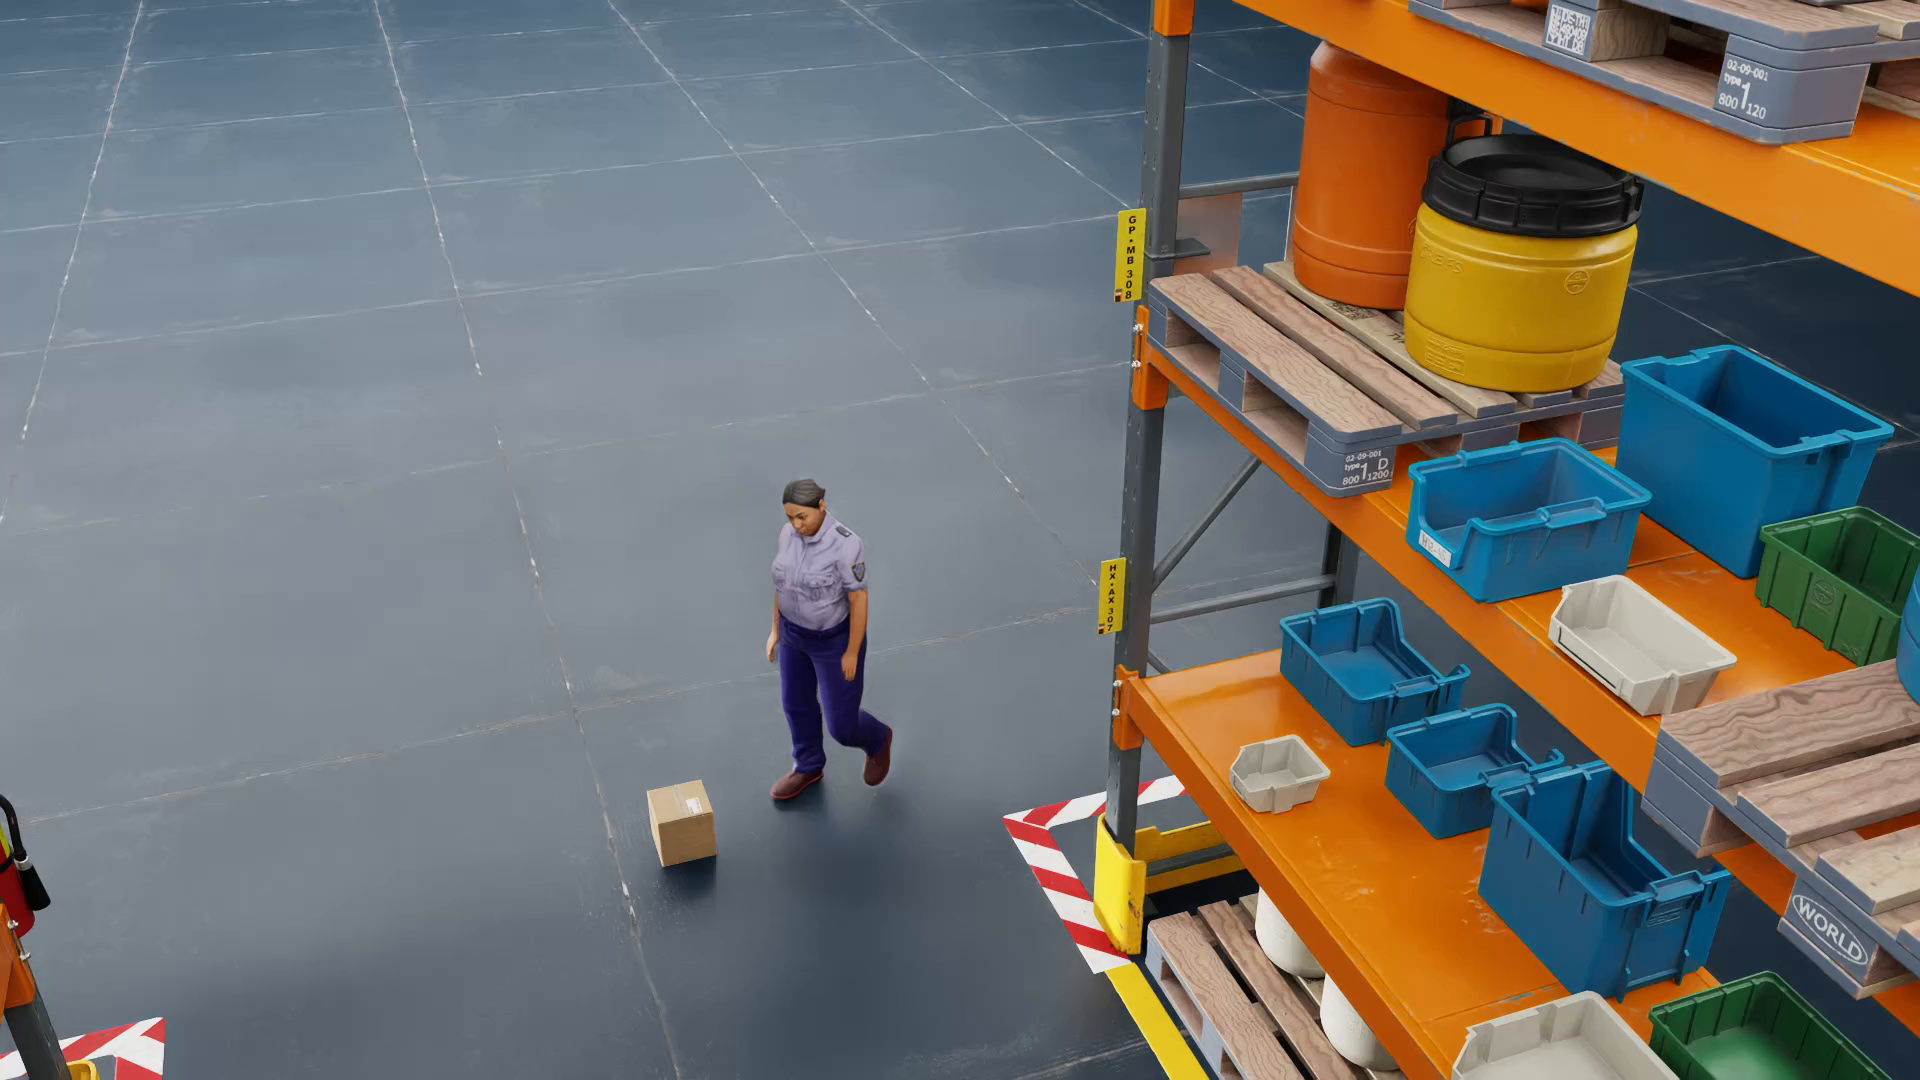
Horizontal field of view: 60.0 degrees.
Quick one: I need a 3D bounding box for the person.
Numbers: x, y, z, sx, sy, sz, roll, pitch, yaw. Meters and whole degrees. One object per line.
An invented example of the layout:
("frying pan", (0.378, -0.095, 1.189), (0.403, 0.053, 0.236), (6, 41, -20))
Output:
("person", (-0.609, 0.464, 7.540), (0.538, 1.614, 0.536), (21, 36, 31))
